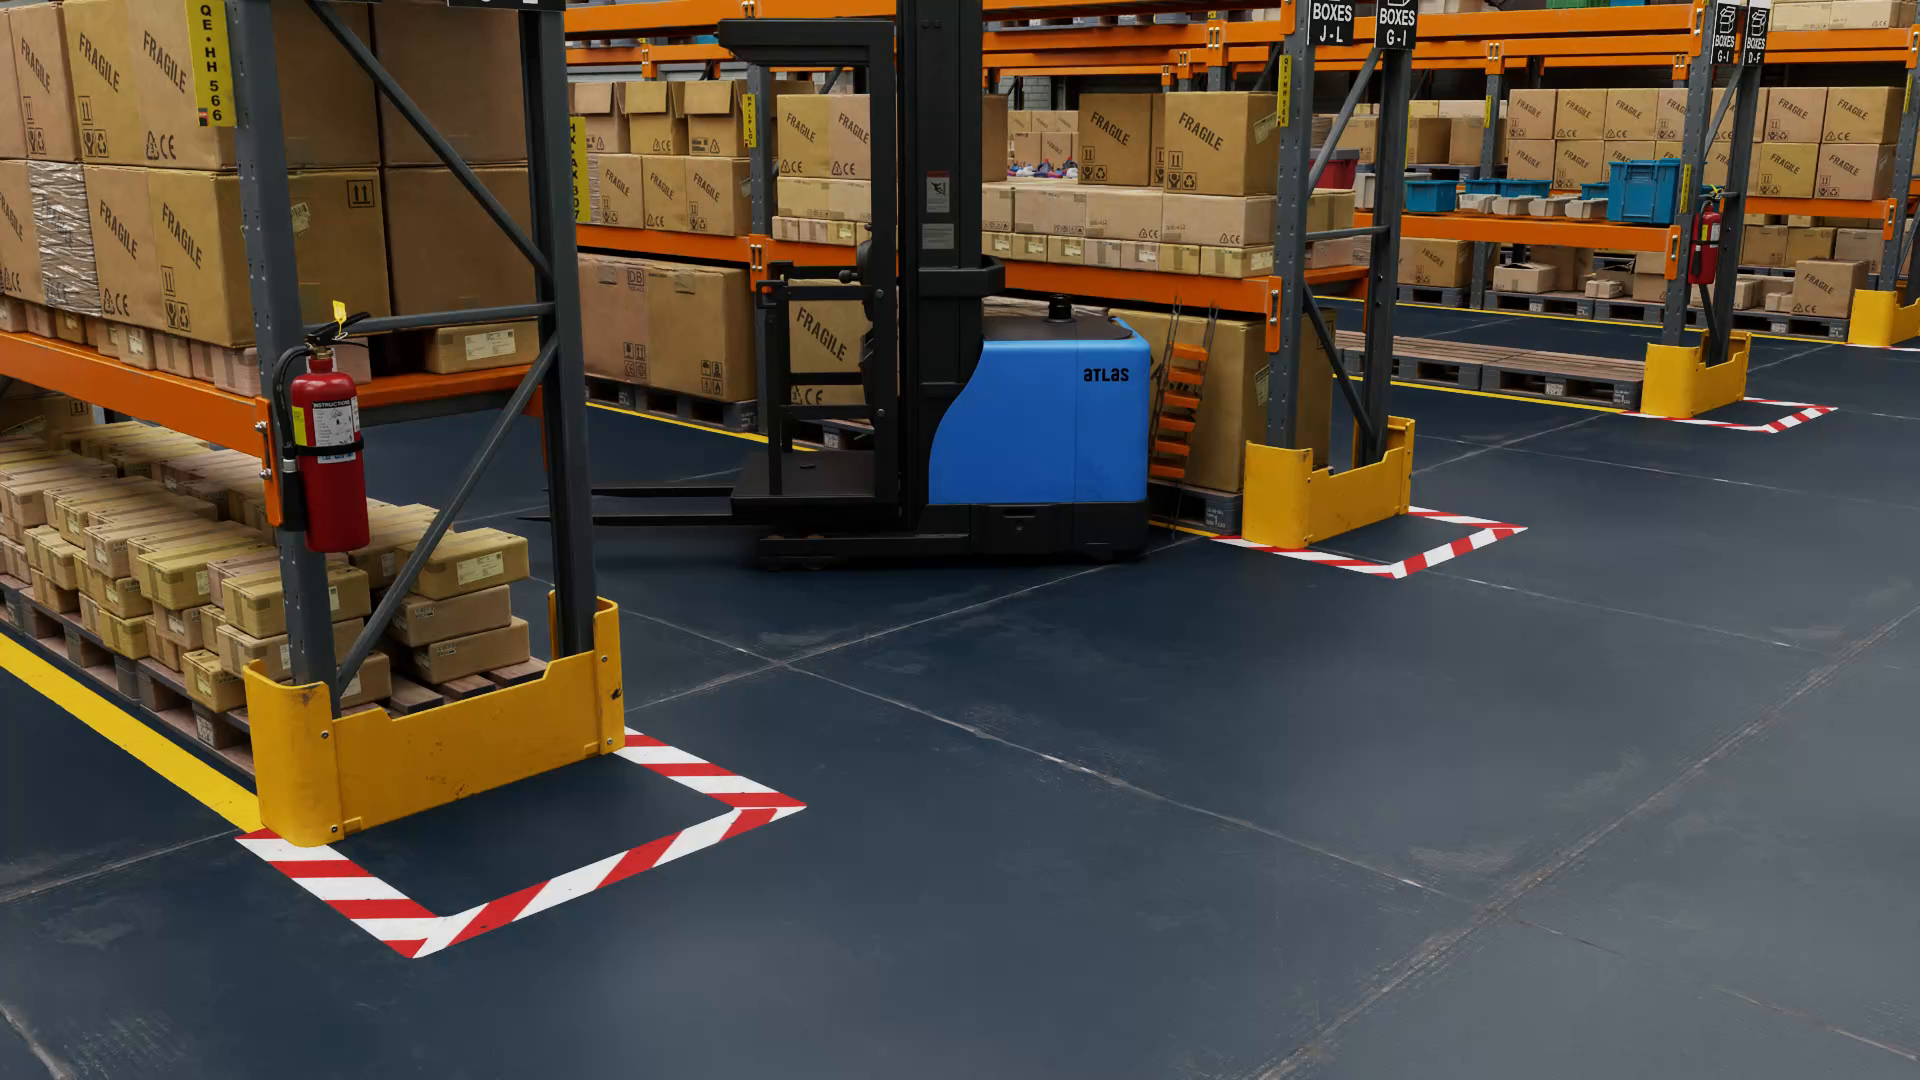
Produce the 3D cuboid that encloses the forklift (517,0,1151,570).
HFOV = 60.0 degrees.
[{"bbox_3d":[-0.625,-1.411,8.034,3.031,2.935,1.130,-1,15,-3],"label":"forklift"}]

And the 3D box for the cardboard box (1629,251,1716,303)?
[{"bbox_3d":[7.272,-2.712,16.971,0.637,0.503,0.797,14,20,42],"label":"cardboard box"}]

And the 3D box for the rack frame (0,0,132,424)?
[{"bbox_3d":[-4.478,-1.355,7.684,0.127,3.000,1.000,14,20,42],"label":"rack frame"}]

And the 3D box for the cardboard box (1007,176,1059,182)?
[{"bbox_3d":[0.279,-2.100,10.251,0.500,0.250,0.500,-14,20,-43],"label":"cardboard box"}]

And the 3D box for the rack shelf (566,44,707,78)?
[{"bbox_3d":[-4.724,-5.990,20.951,4.000,0.370,1.077,14,20,42],"label":"rack shelf"}]

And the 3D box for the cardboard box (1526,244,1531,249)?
[{"bbox_3d":[8.152,-4.343,22.583,0.750,0.750,0.750,-14,20,-43],"label":"cardboard box"}]

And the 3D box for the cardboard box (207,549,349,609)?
[{"bbox_3d":[-2.297,0.132,5.617,0.380,0.149,0.250,-14,20,-43],"label":"cardboard box"}]

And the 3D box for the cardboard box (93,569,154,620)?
[{"bbox_3d":[-2.934,0.158,6.109,0.250,0.149,0.380,14,20,43],"label":"cardboard box"}]

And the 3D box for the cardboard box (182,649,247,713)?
[{"bbox_3d":[-2.378,0.440,5.615,0.380,0.149,0.250,-14,20,-42],"label":"cardboard box"}]

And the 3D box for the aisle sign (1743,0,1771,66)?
[{"bbox_3d":[5.613,-3.736,11.666,0.004,0.787,0.394,14,20,42],"label":"aisle sign"}]

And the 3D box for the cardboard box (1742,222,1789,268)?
[{"bbox_3d":[10.178,-3.691,20.772,0.500,0.500,0.700,13,20,42],"label":"cardboard box"}]

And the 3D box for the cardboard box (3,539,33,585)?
[{"bbox_3d":[-3.815,0.059,7.077,0.250,0.149,0.380,13,20,41],"label":"cardboard box"}]

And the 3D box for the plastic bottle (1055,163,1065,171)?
[{"bbox_3d":[1.006,-3.587,16.481,0.133,0.283,0.061,14,20,42],"label":"plastic bottle"}]

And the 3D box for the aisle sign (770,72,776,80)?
[{"bbox_3d":[-2.982,-7.349,25.533,0.004,0.787,0.394,14,20,42],"label":"aisle sign"}]

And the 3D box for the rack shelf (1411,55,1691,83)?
[{"bbox_3d":[7.912,-6.389,22.479,4.000,0.370,1.077,14,20,42],"label":"rack shelf"}]

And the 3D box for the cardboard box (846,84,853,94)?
[{"bbox_3d":[-1.251,-6.452,24.472,0.500,0.500,0.700,14,20,42],"label":"cardboard box"}]

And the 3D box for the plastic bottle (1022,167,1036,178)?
[{"bbox_3d":[0.681,-3.400,15.777,0.135,0.276,0.152,14,20,42],"label":"plastic bottle"}]

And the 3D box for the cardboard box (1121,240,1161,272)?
[{"bbox_3d":[1.063,-1.508,8.770,0.250,0.149,0.380,14,20,42],"label":"cardboard box"}]

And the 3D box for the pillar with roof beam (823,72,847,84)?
[{"bbox_3d":[-5.490,-10.241,29.891,0.400,9.000,9.100,14,20,42],"label":"pillar with roof beam"}]

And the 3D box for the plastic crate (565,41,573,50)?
[{"bbox_3d":[-4.720,-6.068,20.347,0.396,0.136,0.243,14,20,42],"label":"plastic crate"}]

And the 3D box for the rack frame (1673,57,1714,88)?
[{"bbox_3d":[9.352,-4.935,21.423,0.127,3.000,1.000,14,20,42],"label":"rack frame"}]

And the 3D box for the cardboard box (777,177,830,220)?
[{"bbox_3d":[-0.806,-2.179,10.555,0.500,0.250,0.500,13,20,41],"label":"cardboard box"}]

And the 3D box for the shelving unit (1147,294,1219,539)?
[{"bbox_3d":[1.085,-0.623,8.409,0.189,1.200,0.258,9,15,-1],"label":"shelving unit"}]

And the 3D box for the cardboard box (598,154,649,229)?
[{"bbox_3d":[-2.221,-2.497,11.866,0.500,0.500,0.500,13,20,42],"label":"cardboard box"}]

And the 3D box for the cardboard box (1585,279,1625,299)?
[{"bbox_3d":[6.698,-2.615,17.265,0.250,0.166,0.380,14,20,42],"label":"cardboard box"}]

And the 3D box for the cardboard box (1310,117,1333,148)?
[{"bbox_3d":[4.094,-4.702,19.499,0.700,0.500,0.500,-10,18,-34],"label":"cardboard box"}]

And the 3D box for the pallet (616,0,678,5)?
[{"bbox_3d":[-1.657,-3.748,11.299,1.217,0.209,0.805,13,19,40],"label":"pallet"}]

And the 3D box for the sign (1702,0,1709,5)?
[{"bbox_3d":[4.985,-3.735,11.076,0.005,0.325,0.100,14,20,42],"label":"sign"}]

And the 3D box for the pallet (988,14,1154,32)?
[{"bbox_3d":[1.025,-4.814,15.386,1.213,0.211,1.003,14,20,42],"label":"pallet"}]

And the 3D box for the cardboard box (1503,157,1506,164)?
[{"bbox_3d":[7.494,-5.203,22.912,0.250,0.149,0.380,14,20,43],"label":"cardboard box"}]

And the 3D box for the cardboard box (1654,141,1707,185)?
[{"bbox_3d":[7.190,-3.679,16.406,0.500,0.500,0.500,13,20,41],"label":"cardboard box"}]

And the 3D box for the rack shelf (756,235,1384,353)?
[{"bbox_3d":[0.477,-1.540,9.819,4.000,0.370,1.077,14,20,42],"label":"rack shelf"}]

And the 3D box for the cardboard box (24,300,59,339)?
[{"bbox_3d":[-3.294,-0.865,6.299,0.380,0.149,0.250,-14,20,-42],"label":"cardboard box"}]

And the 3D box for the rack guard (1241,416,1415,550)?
[{"bbox_3d":[1.934,-0.324,8.684,0.348,0.500,1.175,14,20,42],"label":"rack guard"}]

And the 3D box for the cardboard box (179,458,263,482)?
[{"bbox_3d":[-3.051,-0.237,7.033,0.250,0.149,0.380,13,19,40],"label":"cardboard box"}]

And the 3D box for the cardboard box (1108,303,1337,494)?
[{"bbox_3d":[1.401,-0.810,8.974,0.875,0.875,0.875,14,20,42],"label":"cardboard box"}]

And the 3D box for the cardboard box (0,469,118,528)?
[{"bbox_3d":[-3.670,-0.174,6.791,0.380,0.149,0.250,-14,20,-43],"label":"cardboard box"}]

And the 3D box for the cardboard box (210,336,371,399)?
[{"bbox_3d":[-2.030,-0.539,5.051,0.250,0.149,0.380,14,20,42],"label":"cardboard box"}]

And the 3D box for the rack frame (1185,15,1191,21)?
[{"bbox_3d":[3.036,-7.638,19.900,0.127,3.000,1.000,14,20,42],"label":"rack frame"}]

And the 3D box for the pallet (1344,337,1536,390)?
[{"bbox_3d":[3.914,-1.452,13.587,1.213,0.211,1.003,14,20,42],"label":"pallet"}]

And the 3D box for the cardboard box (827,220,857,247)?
[{"bbox_3d":[-0.601,-1.912,10.320,0.380,0.149,0.250,-14,20,-42],"label":"cardboard box"}]

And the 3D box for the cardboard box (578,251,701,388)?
[{"bbox_3d":[-2.081,-1.678,12.302,0.875,0.875,1.225,13,19,40],"label":"cardboard box"}]

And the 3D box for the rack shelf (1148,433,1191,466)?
[{"bbox_3d":[1.059,-0.465,8.451,0.180,0.103,0.258,9,15,-1],"label":"rack shelf"}]

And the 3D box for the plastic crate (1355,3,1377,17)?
[{"bbox_3d":[3.179,-4.258,13.135,0.590,0.269,0.497,14,20,42],"label":"plastic crate"}]

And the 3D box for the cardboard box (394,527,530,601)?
[{"bbox_3d":[-1.740,0.080,5.818,0.250,0.149,0.380,13,19,40],"label":"cardboard box"}]

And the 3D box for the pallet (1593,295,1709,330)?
[{"bbox_3d":[7.292,-2.352,17.040,1.213,0.211,1.003,14,20,42],"label":"pallet"}]

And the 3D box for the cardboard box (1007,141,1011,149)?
[{"bbox_3d":[0.844,-6.829,28.951,0.500,0.250,0.500,13,19,41],"label":"cardboard box"}]

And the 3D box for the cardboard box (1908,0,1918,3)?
[{"bbox_3d":[8.606,-5.093,15.387,0.500,0.250,0.500,14,20,42],"label":"cardboard box"}]

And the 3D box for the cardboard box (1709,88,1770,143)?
[{"bbox_3d":[7.543,-4.074,15.936,0.500,0.500,0.500,-14,20,-43],"label":"cardboard box"}]

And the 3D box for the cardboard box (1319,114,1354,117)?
[{"bbox_3d":[5.706,-6.070,24.707,0.500,0.500,0.700,11,18,37],"label":"cardboard box"}]

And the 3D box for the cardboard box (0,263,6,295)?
[{"bbox_3d":[-3.598,-1.235,6.435,0.500,0.500,0.500,13,20,41],"label":"cardboard box"}]

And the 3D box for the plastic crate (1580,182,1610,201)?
[{"bbox_3d":[4.932,-2.603,12.686,0.300,0.233,0.416,14,20,42],"label":"plastic crate"}]

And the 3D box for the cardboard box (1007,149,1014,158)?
[{"bbox_3d":[0.542,-5.285,23.062,0.500,0.250,0.500,-13,19,-41],"label":"cardboard box"}]

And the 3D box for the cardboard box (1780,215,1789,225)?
[{"bbox_3d":[10.423,-4.017,20.737,0.250,0.149,0.380,13,19,40],"label":"cardboard box"}]
